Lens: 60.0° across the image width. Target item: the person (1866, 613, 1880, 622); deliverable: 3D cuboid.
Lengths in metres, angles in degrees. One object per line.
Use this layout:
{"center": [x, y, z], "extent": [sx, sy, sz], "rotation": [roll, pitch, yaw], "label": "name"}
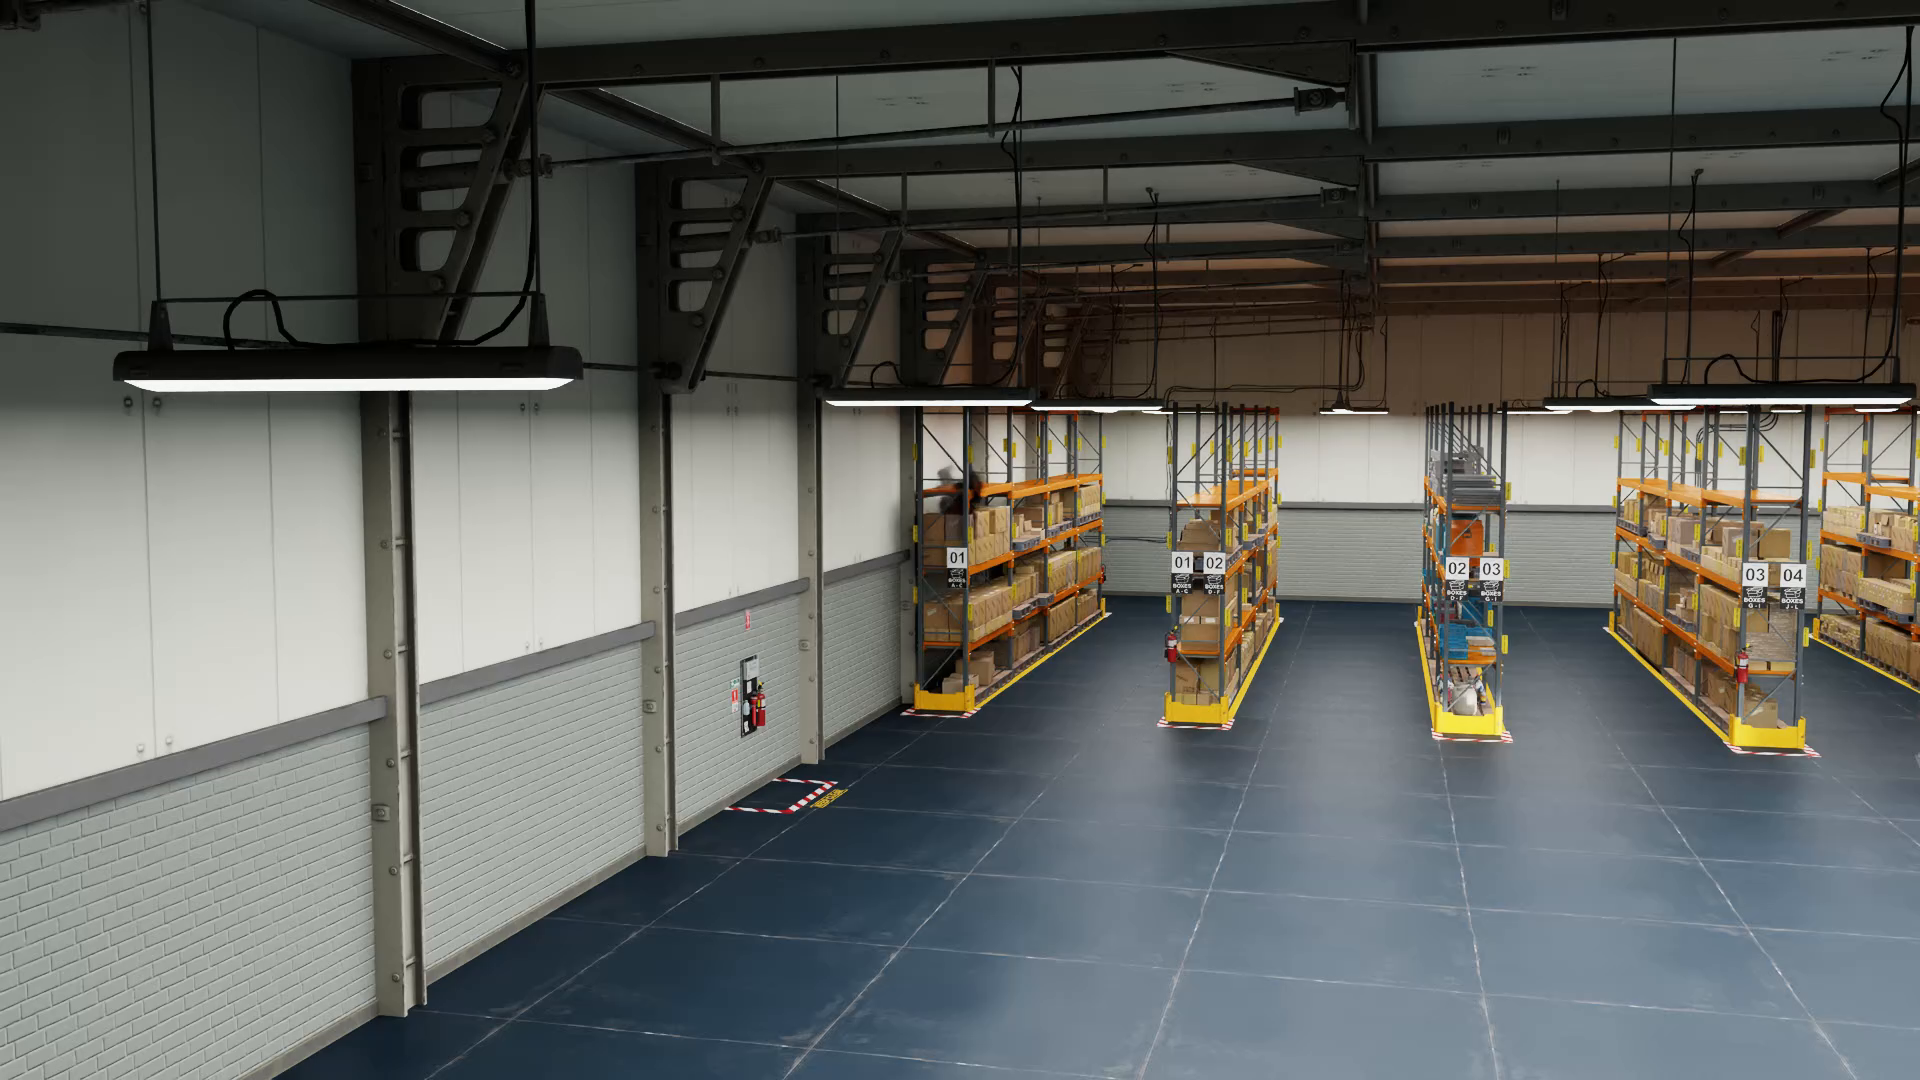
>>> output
{"center": [24.045, 1.637, 43.773], "extent": [0.742, 1.737, 0.613], "rotation": [-1, 4, -12], "label": "person"}
